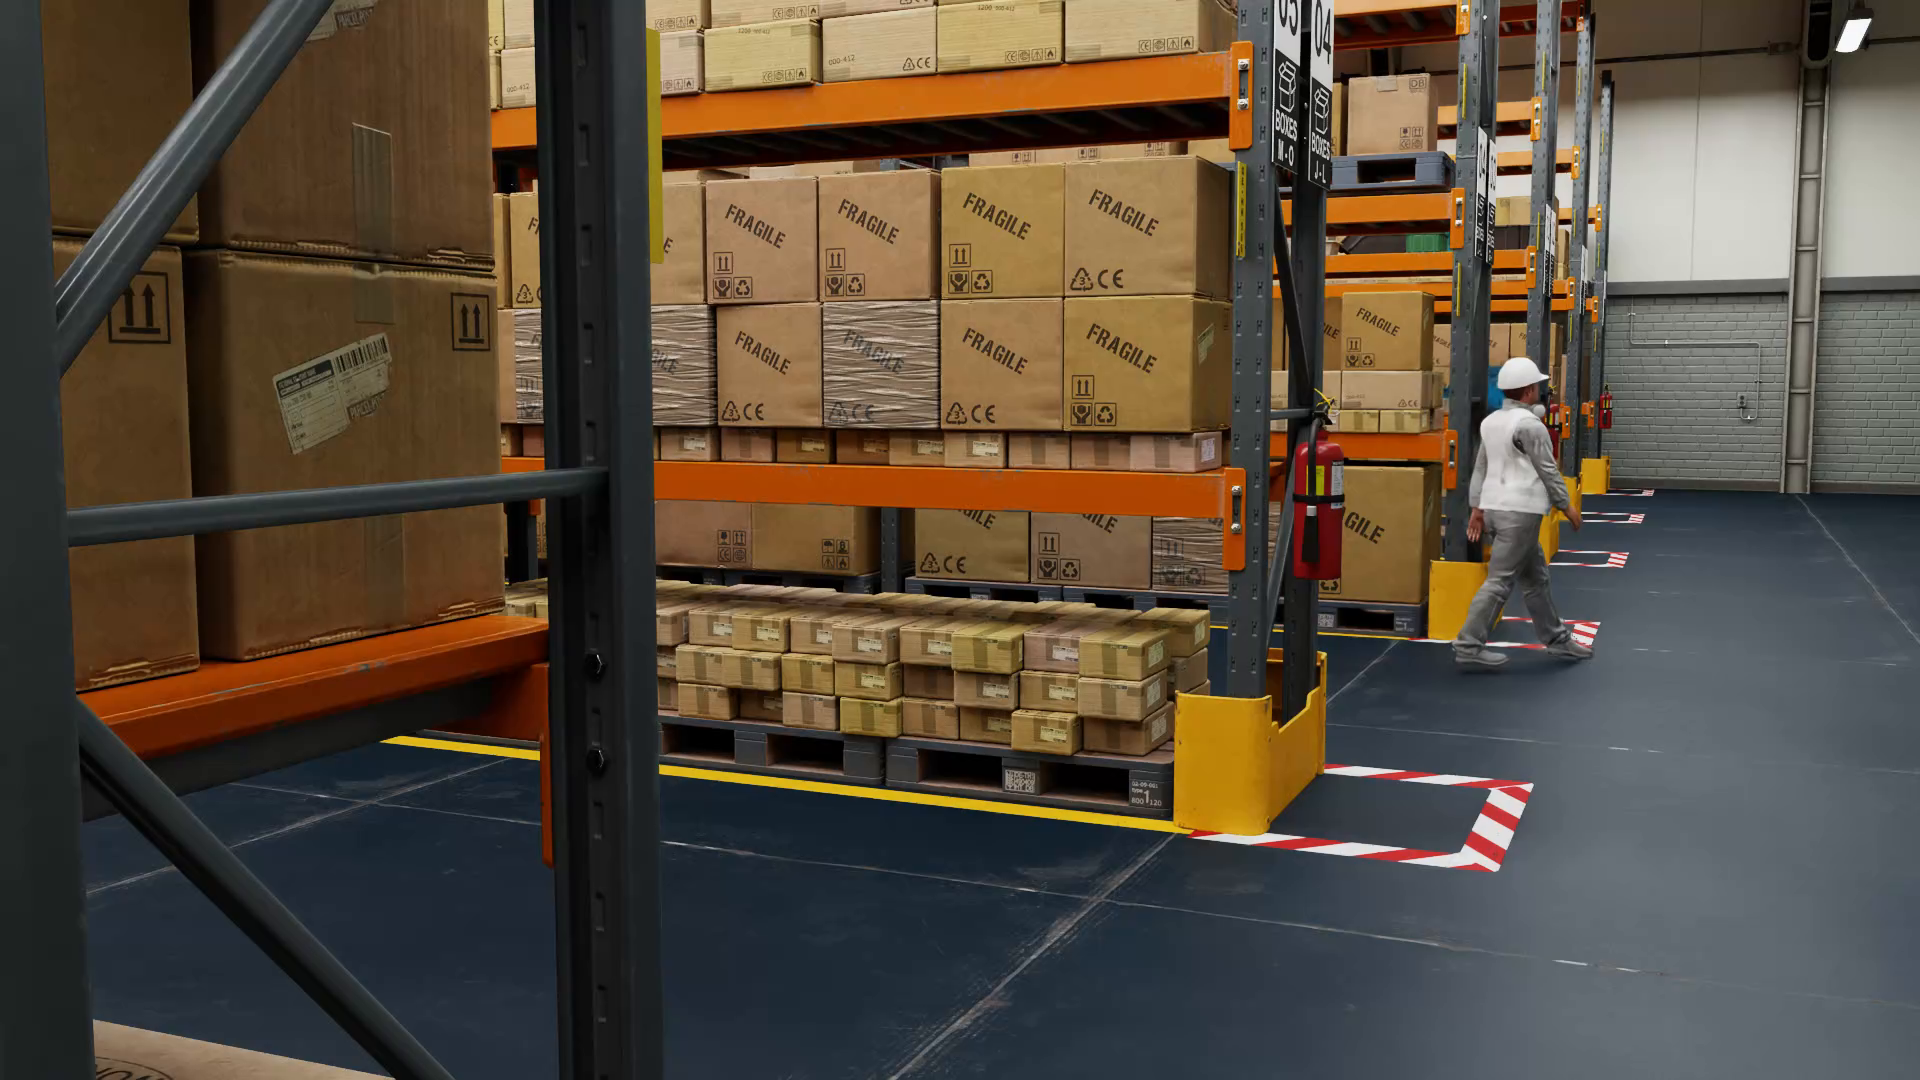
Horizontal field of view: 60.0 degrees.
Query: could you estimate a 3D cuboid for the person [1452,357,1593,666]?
[{"bbox_3d":[3.241,-0.161,9.419,0.945,1.737,0.539,-1,6,-7],"label":"person"}]
